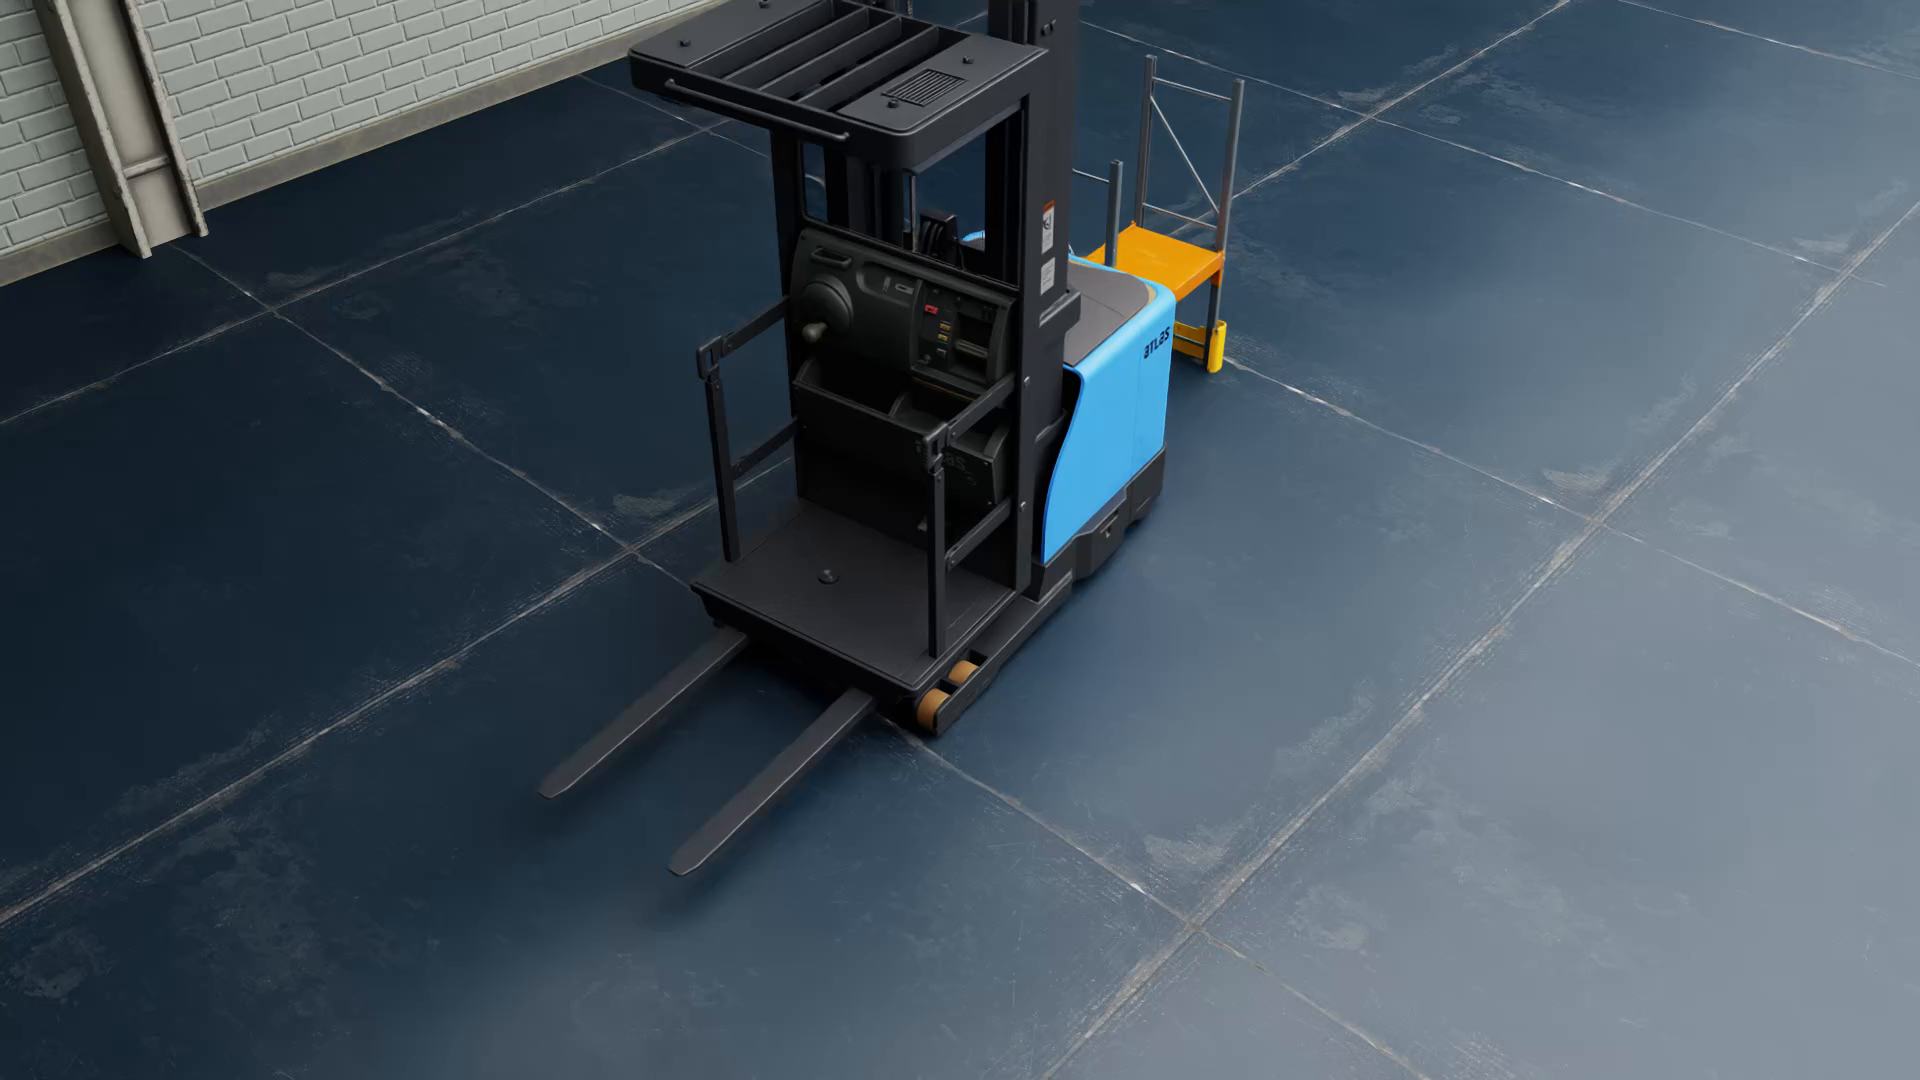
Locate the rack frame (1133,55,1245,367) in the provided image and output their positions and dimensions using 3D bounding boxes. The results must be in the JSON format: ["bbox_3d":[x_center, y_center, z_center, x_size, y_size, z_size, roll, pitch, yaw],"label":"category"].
[{"bbox_3d":[1.060,-1.547,7.990,0.500,1.500,0.032,25,45,28],"label":"rack frame"}]

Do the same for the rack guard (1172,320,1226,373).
[{"bbox_3d":[1.059,-1.057,8.379,0.587,0.250,0.087,25,45,28],"label":"rack guard"}]

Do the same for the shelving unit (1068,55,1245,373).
[{"bbox_3d":[0.763,-1.297,7.676,0.587,1.500,1.083,25,45,28],"label":"shelving unit"}]

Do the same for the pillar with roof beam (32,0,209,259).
[{"bbox_3d":[-1.328,-3.426,4.328,9.100,9.000,0.400,30,47,32],"label":"pillar with roof beam"}]

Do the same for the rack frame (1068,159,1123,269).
[{"bbox_3d":[0.455,-1.038,7.351,0.500,1.500,0.032,25,45,28],"label":"rack frame"}]

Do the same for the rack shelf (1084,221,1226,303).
[{"bbox_3d":[0.758,-1.152,7.783,0.538,0.185,1.000,25,45,28],"label":"rack shelf"}]

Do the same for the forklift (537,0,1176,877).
[{"bbox_3d":[-0.343,-0.755,5.845,1.130,2.935,3.031,23,44,26],"label":"forklift"}]
